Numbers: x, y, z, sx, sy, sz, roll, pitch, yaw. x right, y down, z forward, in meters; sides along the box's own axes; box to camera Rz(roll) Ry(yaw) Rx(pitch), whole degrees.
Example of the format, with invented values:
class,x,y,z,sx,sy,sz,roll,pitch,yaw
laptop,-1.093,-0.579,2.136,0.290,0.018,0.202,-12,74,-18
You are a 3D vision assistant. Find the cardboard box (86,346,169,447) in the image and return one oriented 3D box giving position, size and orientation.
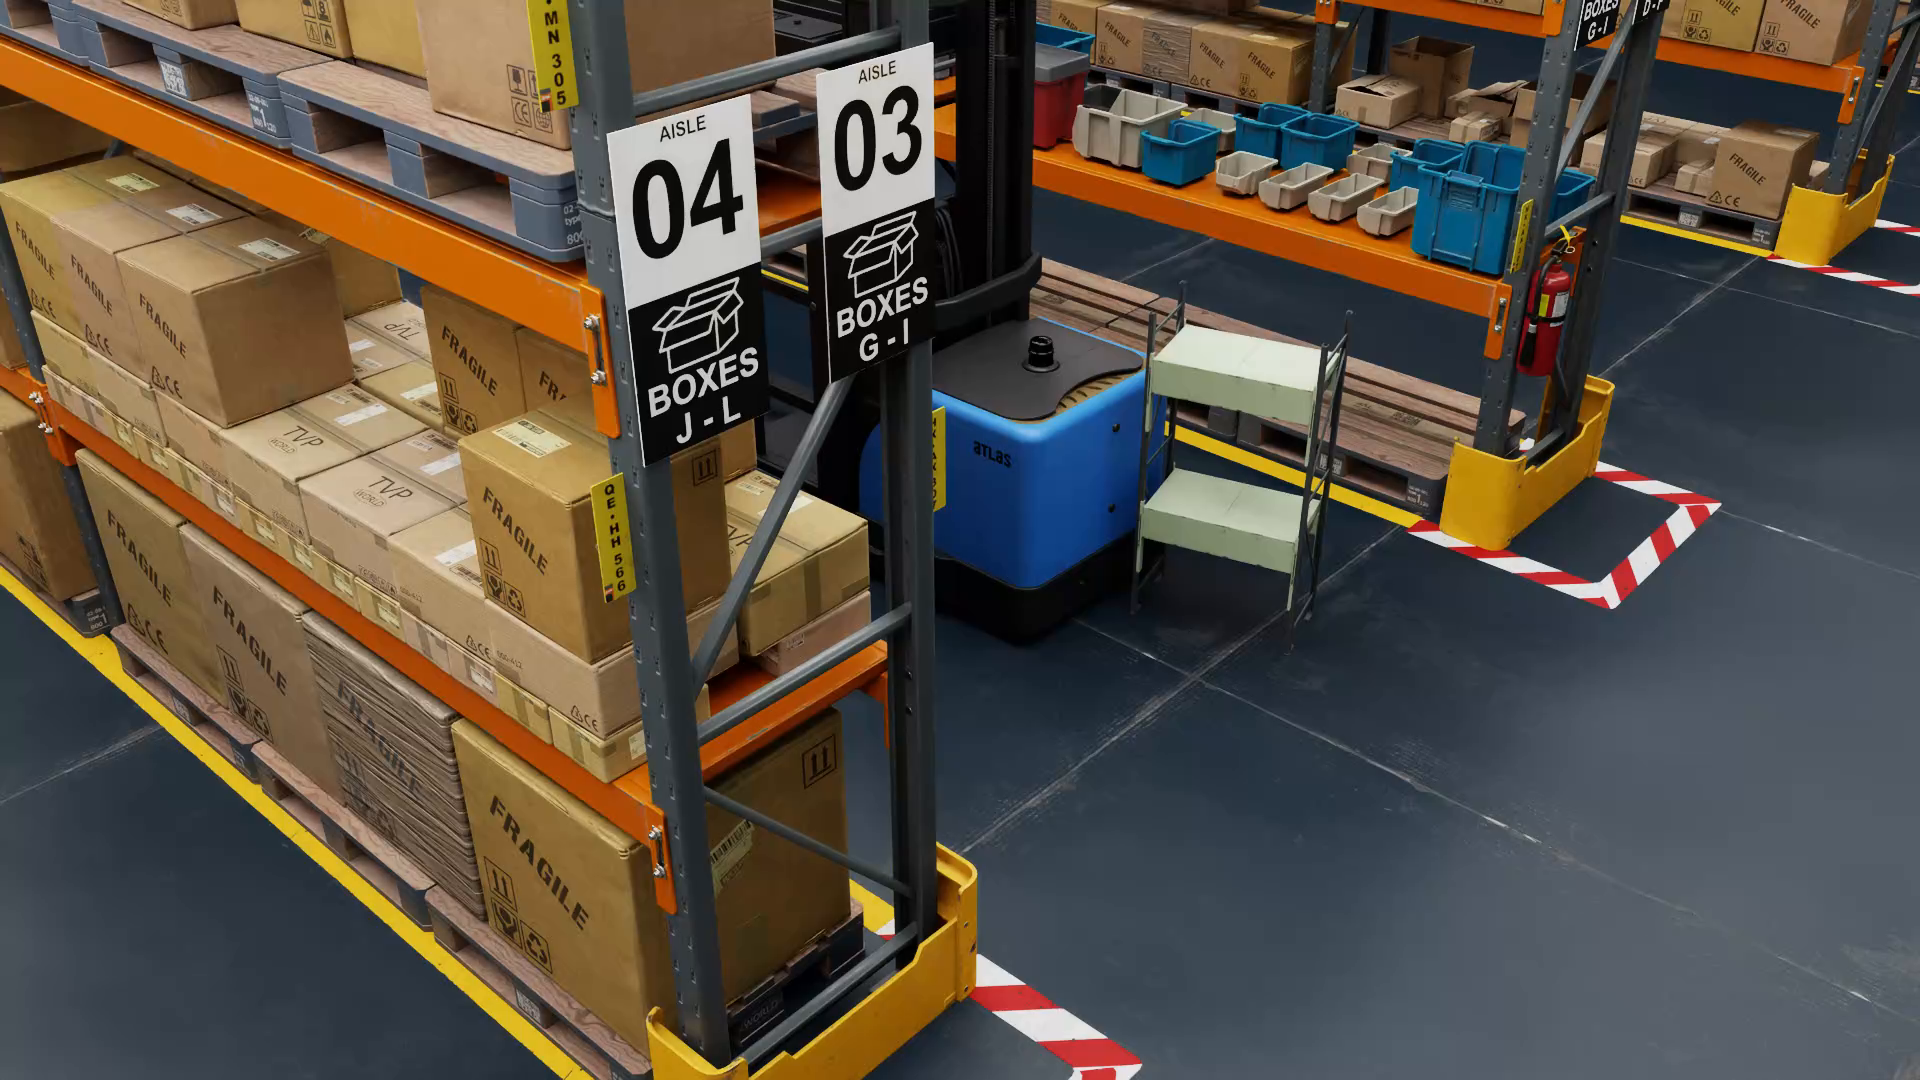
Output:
class,x,y,z,sx,sy,sz,roll,pitch,yaw
cardboard box,-2.882,-0.619,6.227,0.500,0.250,0.500,25,39,35

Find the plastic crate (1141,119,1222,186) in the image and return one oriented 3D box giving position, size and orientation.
class,x,y,z,sx,sy,sz,roll,pitch,yaw
plastic crate,1.175,-2.069,8.883,0.300,0.233,0.416,25,39,35

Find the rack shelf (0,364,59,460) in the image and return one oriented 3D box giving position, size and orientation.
class,x,y,z,sx,sy,sz,roll,pitch,yaw
rack shelf,-4.903,-1.377,8.326,4.000,0.370,1.077,25,39,35

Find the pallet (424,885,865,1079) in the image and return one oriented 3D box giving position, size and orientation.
class,x,y,z,sx,sy,sz,roll,pitch,yaw
pallet,-1.099,1.340,5.820,1.213,0.211,1.003,25,39,35

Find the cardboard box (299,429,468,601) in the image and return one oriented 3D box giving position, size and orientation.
class,x,y,z,sx,sy,sz,roll,pitch,yaw
cardboard box,-1.745,-0.090,5.347,0.500,0.250,0.500,24,38,34

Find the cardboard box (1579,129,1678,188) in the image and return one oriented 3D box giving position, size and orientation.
class,x,y,z,sx,sy,sz,roll,pitch,yaw
cardboard box,4.944,-2.840,12.298,0.500,0.250,0.500,25,39,35

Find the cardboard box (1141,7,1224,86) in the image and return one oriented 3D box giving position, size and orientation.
class,x,y,z,sx,sy,sz,roll,pitch,yaw
cardboard box,1.940,-4.306,14.492,0.500,0.500,0.500,26,39,36

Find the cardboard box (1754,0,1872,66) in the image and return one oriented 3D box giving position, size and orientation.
class,x,y,z,sx,sy,sz,roll,pitch,yaw
cardboard box,5.682,-3.489,11.040,0.500,0.500,0.500,26,40,36

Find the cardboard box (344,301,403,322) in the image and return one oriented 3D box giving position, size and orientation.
class,x,y,z,sx,sy,sz,roll,pitch,yaw
cardboard box,-2.531,-0.825,6.569,0.500,0.250,0.500,26,40,36

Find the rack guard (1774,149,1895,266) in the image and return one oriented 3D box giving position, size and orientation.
class,x,y,z,sx,sy,sz,roll,pitch,yaw
rack guard,6.140,-2.351,11.670,0.348,0.500,1.175,25,39,35

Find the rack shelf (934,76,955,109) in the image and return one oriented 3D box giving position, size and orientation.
class,x,y,z,sx,sy,sz,roll,pitch,yaw
rack shelf,-1.579,-3.271,11.472,4.000,0.370,1.077,25,39,35

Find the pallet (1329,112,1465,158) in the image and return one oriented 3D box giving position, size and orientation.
class,x,y,z,sx,sy,sz,roll,pitch,yaw
pallet,3.739,-3.347,13.605,1.213,0.211,1.003,25,39,35

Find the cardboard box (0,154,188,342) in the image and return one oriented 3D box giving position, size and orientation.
class,x,y,z,sx,sy,sz,roll,pitch,yaw
cardboard box,-3.236,-1.114,6.321,0.500,0.500,0.500,25,39,35

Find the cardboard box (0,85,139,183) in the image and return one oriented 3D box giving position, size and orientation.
class,x,y,z,sx,sy,sz,roll,pitch,yaw
cardboard box,-3.899,-1.683,7.068,0.637,0.503,0.797,24,38,34

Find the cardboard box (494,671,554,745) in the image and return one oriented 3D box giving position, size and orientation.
class,x,y,z,sx,sy,sz,roll,pitch,yaw
cardboard box,-1.133,0.413,4.900,0.250,0.149,0.380,25,39,36

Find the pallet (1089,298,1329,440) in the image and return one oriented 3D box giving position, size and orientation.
class,x,y,z,sx,sy,sz,roll,pitch,yaw
pallet,1.384,-1.030,9.757,1.213,0.211,1.003,25,39,35

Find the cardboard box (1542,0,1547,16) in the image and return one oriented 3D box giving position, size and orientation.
class,x,y,z,sx,sy,sz,roll,pitch,yaw
cardboard box,4.555,-4.016,11.916,0.500,0.500,0.500,24,39,34

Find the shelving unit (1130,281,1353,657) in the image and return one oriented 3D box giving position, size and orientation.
class,x,y,z,sx,sy,sz,roll,pitch,yaw
shelving unit,1.211,-0.304,7.300,0.755,1.500,0.431,14,34,22

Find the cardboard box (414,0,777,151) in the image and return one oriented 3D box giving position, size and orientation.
class,x,y,z,sx,sy,sz,roll,pitch,yaw
cardboard box,-0.875,-1.318,4.022,0.500,0.500,0.700,22,38,32

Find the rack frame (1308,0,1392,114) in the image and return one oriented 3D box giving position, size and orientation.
class,x,y,z,sx,sy,sz,roll,pitch,yaw
rack frame,3.231,-4.780,13.281,0.127,3.000,1.000,25,39,35

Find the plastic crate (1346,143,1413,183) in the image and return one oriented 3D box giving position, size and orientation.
class,x,y,z,sx,sy,sz,roll,pitch,yaw
plastic crate,2.222,-2.004,8.868,0.298,0.136,0.250,25,39,35

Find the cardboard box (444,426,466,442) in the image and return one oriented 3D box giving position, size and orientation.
class,x,y,z,sx,sy,sz,roll,pitch,yaw
cardboard box,-1.389,-0.293,5.686,0.500,0.250,0.500,24,38,34

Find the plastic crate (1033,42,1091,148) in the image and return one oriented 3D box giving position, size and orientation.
class,x,y,z,sx,sy,sz,roll,pitch,yaw
plastic crate,0.398,-2.535,9.432,0.583,0.464,0.402,25,39,35

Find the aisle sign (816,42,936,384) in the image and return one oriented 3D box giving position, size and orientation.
class,x,y,z,sx,sy,sz,roll,pitch,yaw
aisle sign,-0.199,-0.812,4.170,0.004,0.787,0.394,25,39,35

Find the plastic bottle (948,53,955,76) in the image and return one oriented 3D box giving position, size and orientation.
class,x,y,z,sx,sy,sz,roll,pitch,yaw
plastic bottle,-0.082,-3.127,10.649,0.133,0.283,0.061,25,39,35

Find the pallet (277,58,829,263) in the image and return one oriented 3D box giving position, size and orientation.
class,x,y,z,sx,sy,sz,roll,pitch,yaw
pallet,-1.011,-1.108,4.360,1.213,0.211,1.003,25,39,35

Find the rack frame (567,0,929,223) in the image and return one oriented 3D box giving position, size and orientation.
class,x,y,z,sx,sy,sz,roll,pitch,yaw
rack frame,-0.454,-2.178,3.144,0.127,3.000,1.000,25,39,35

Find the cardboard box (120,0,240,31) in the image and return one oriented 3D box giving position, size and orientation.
class,x,y,z,sx,sy,sz,roll,pitch,yaw
cardboard box,-2.111,-1.872,4.943,0.500,0.500,0.700,27,40,37

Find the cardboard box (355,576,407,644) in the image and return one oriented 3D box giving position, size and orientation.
class,x,y,z,sx,sy,sz,roll,pitch,yaw
cardboard box,-1.697,0.149,5.338,0.250,0.149,0.380,24,39,34

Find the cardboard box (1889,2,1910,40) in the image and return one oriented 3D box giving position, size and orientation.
class,x,y,z,sx,sy,sz,roll,pitch,yaw
cardboard box,8.560,-4.777,15.293,0.500,0.500,0.700,25,39,35

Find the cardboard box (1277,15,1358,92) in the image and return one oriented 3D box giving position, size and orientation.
class,x,y,z,sx,sy,sz,roll,pitch,yaw
cardboard box,3.035,-4.158,14.245,0.500,0.500,0.500,23,38,33

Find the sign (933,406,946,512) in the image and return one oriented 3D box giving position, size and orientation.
class,x,y,z,sx,sy,sz,roll,pitch,yaw
sign,-0.077,-0.223,4.796,0.005,0.325,0.100,25,39,35

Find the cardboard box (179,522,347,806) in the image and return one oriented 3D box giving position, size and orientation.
class,x,y,z,sx,sy,sz,roll,pitch,yaw
cardboard box,-2.317,0.308,6.483,0.875,0.875,0.875,25,39,35

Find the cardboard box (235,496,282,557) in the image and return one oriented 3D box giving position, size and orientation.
class,x,y,z,sx,sy,sz,roll,pitch,yaw
cardboard box,-2.267,-0.117,5.779,0.250,0.149,0.380,24,38,34

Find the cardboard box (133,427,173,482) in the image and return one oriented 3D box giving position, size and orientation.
class,x,y,z,sx,sy,sz,roll,pitch,yaw
cardboard box,-2.837,-0.383,6.222,0.250,0.149,0.380,24,38,34

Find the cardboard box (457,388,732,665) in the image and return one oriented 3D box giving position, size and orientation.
class,x,y,z,sx,sy,sz,roll,pitch,yaw
cardboard box,-0.992,-0.061,4.573,0.500,0.500,0.500,26,39,36

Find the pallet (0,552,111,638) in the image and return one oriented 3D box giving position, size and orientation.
class,x,y,z,sx,sy,sz,roll,pitch,yaw
pallet,-4.042,-0.036,8.105,1.213,0.211,1.003,25,39,35

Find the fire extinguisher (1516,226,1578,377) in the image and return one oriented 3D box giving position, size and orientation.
class,x,y,z,sx,sy,sz,roll,pitch,yaw
fire extinguisher,2.677,-1.083,7.578,0.183,0.674,0.296,25,39,35

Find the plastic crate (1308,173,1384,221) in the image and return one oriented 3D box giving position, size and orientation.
class,x,y,z,sx,sy,sz,roll,pitch,yaw
plastic crate,1.938,-1.734,8.419,0.243,0.136,0.396,25,39,35

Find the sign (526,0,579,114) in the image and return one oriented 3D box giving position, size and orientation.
class,x,y,z,sx,sy,sz,roll,pitch,yaw
sign,-0.828,-1.036,3.373,0.005,0.325,0.100,25,39,35

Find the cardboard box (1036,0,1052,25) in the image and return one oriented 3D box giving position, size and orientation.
class,x,y,z,sx,sy,sz,roll,pitch,yaw
cardboard box,0.803,-4.836,15.371,0.500,0.500,0.500,23,38,33

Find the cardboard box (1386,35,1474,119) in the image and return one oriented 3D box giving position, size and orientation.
class,x,y,z,sx,sy,sz,roll,pitch,yaw
cardboard box,3.843,-3.808,13.665,0.500,0.500,0.500,25,39,35

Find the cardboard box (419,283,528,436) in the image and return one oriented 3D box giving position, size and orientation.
class,x,y,z,sx,sy,sz,roll,pitch,yaw
cardboard box,-1.388,-0.612,5.488,0.500,0.500,0.500,24,38,34

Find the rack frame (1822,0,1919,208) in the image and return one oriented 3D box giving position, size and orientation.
class,x,y,z,sx,sy,sz,roll,pitch,yaw
rack frame,6.196,-3.395,10.981,0.127,3.000,1.000,25,39,35

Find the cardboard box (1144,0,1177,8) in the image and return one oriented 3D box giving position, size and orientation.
class,x,y,z,sx,sy,sz,roll,pitch,yaw
cardboard box,1.893,-4.689,15.128,0.500,0.500,0.500,23,38,33

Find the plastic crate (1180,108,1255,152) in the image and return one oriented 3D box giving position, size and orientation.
class,x,y,z,sx,sy,sz,roll,pitch,yaw
plastic crate,1.397,-2.312,9.379,0.466,0.136,0.293,25,39,35

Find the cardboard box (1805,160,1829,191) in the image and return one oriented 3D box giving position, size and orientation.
class,x,y,z,sx,sy,sz,roll,pitch,yaw
cardboard box,6.116,-2.639,12.062,0.250,0.149,0.380,25,39,35

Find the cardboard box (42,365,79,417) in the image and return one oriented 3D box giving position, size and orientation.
class,x,y,z,sx,sy,sz,roll,pitch,yaw
cardboard box,-3.424,-0.655,6.674,0.250,0.149,0.380,25,39,35

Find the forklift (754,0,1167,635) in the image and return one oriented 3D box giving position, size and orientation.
class,x,y,z,sx,sy,sz,roll,pitch,yaw
forklift,-0.465,-1.475,7.858,3.031,2.935,1.130,25,39,35

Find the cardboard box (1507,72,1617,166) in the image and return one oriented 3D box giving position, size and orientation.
class,x,y,z,sx,sy,sz,roll,pitch,yaw
cardboard box,4.627,-3.250,12.735,0.637,0.503,0.797,25,39,35

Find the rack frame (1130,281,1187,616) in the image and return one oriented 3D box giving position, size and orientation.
class,x,y,z,sx,sy,sz,roll,pitch,yaw
rack frame,0.884,-0.388,7.440,0.023,1.500,0.400,14,34,22
